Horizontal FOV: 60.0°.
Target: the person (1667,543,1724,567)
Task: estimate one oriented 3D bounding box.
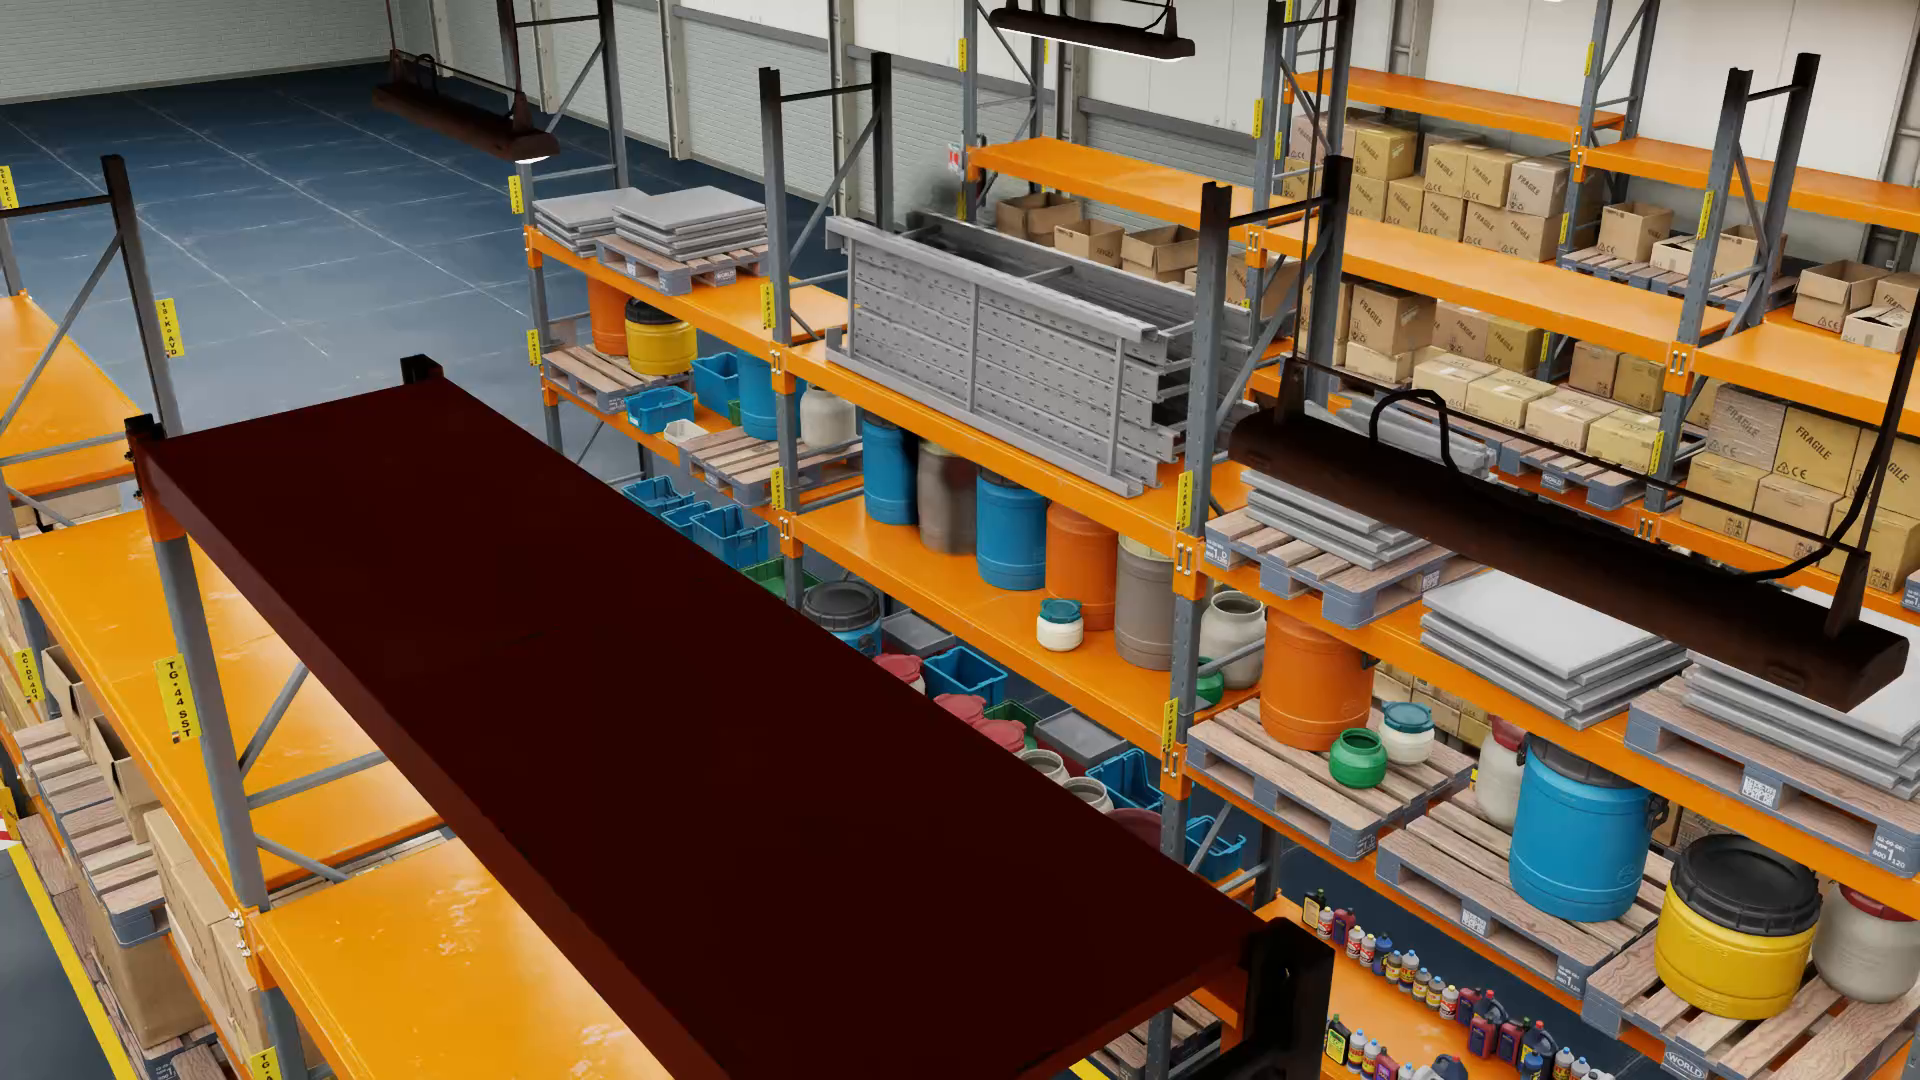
[{"bbox_3d":[6.736,0.463,15.397,0.579,1.749,0.776,-22,34,-38],"label":"person"}]
